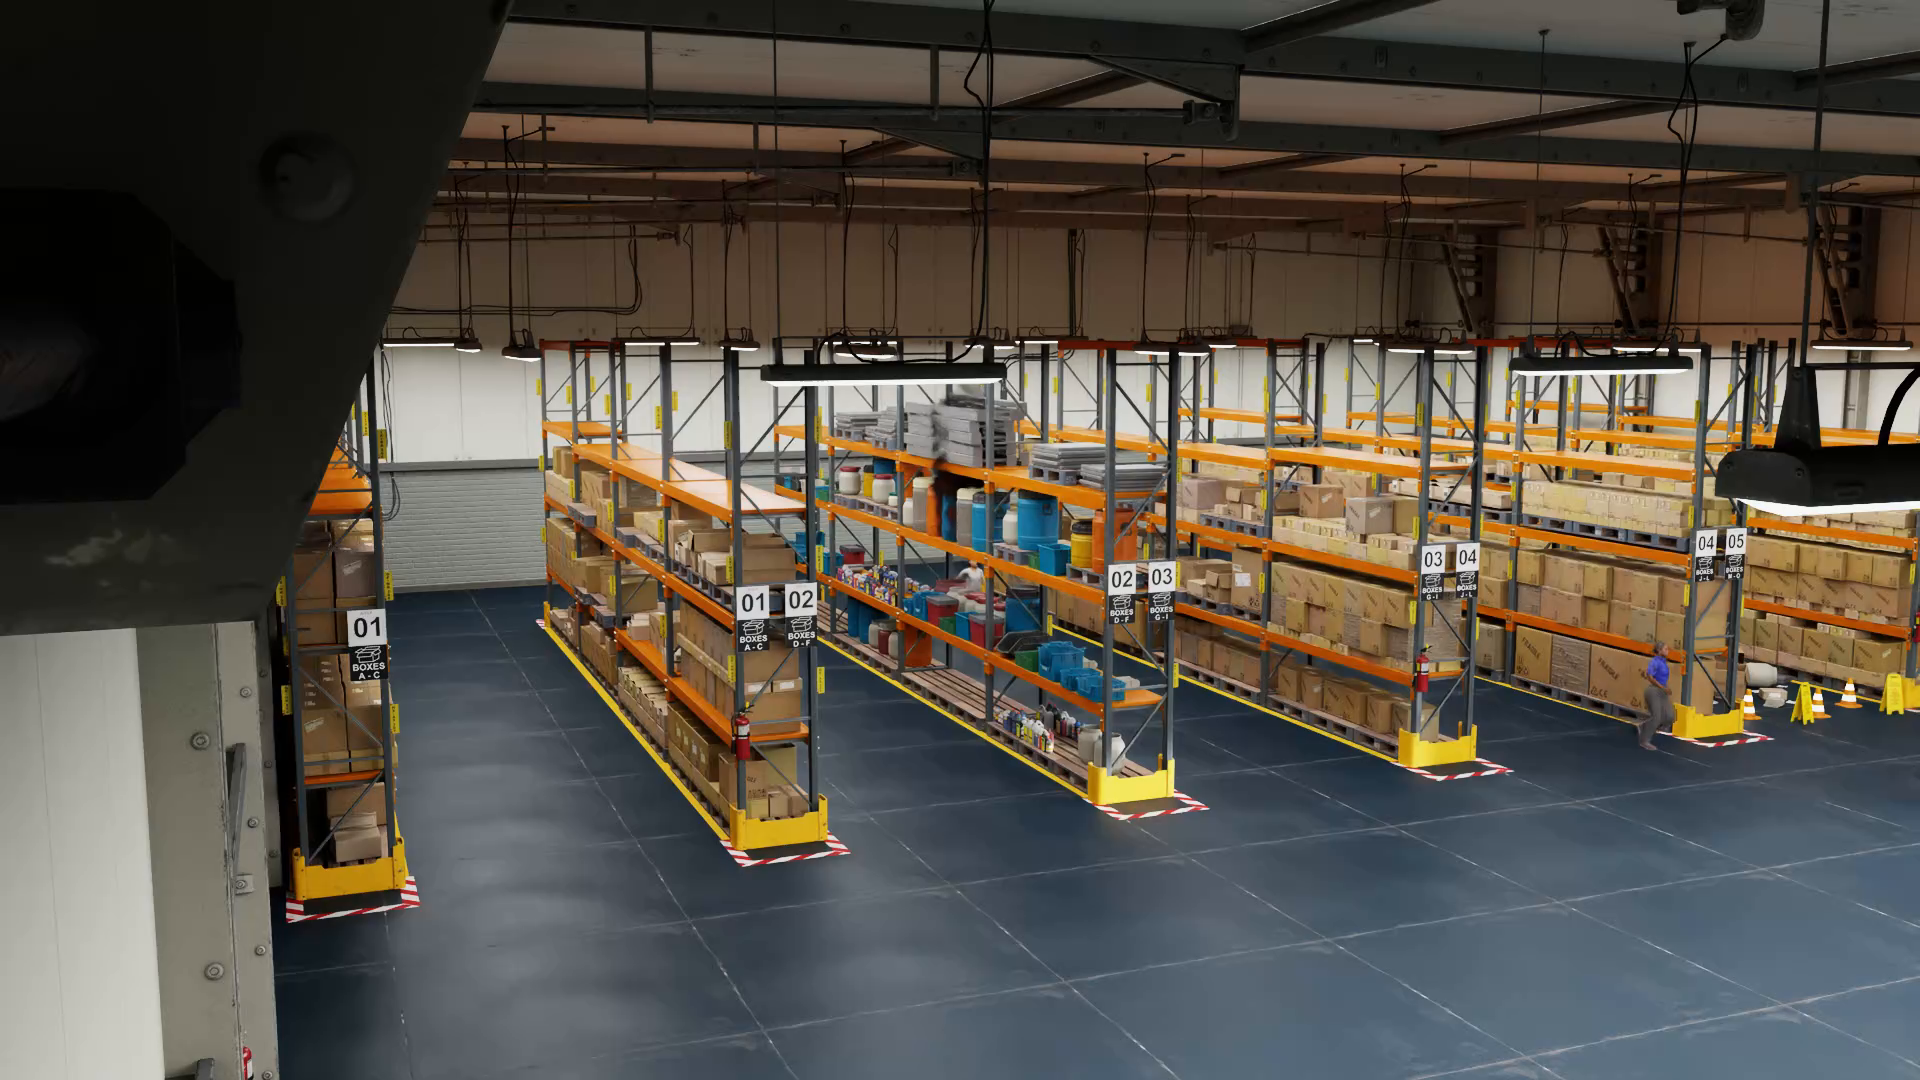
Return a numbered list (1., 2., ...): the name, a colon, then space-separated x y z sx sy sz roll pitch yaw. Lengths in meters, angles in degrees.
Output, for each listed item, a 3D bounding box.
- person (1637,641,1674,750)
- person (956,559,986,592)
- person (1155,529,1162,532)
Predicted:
1. person: 10.458 2.316 24.932 0.512 1.600 0.675 6 10 40
2. person: 0.266 1.141 33.425 0.550 1.693 0.904 -5 9 -35
3. person: 4.538 0.546 38.519 0.552 1.628 0.622 -4 8 -25
